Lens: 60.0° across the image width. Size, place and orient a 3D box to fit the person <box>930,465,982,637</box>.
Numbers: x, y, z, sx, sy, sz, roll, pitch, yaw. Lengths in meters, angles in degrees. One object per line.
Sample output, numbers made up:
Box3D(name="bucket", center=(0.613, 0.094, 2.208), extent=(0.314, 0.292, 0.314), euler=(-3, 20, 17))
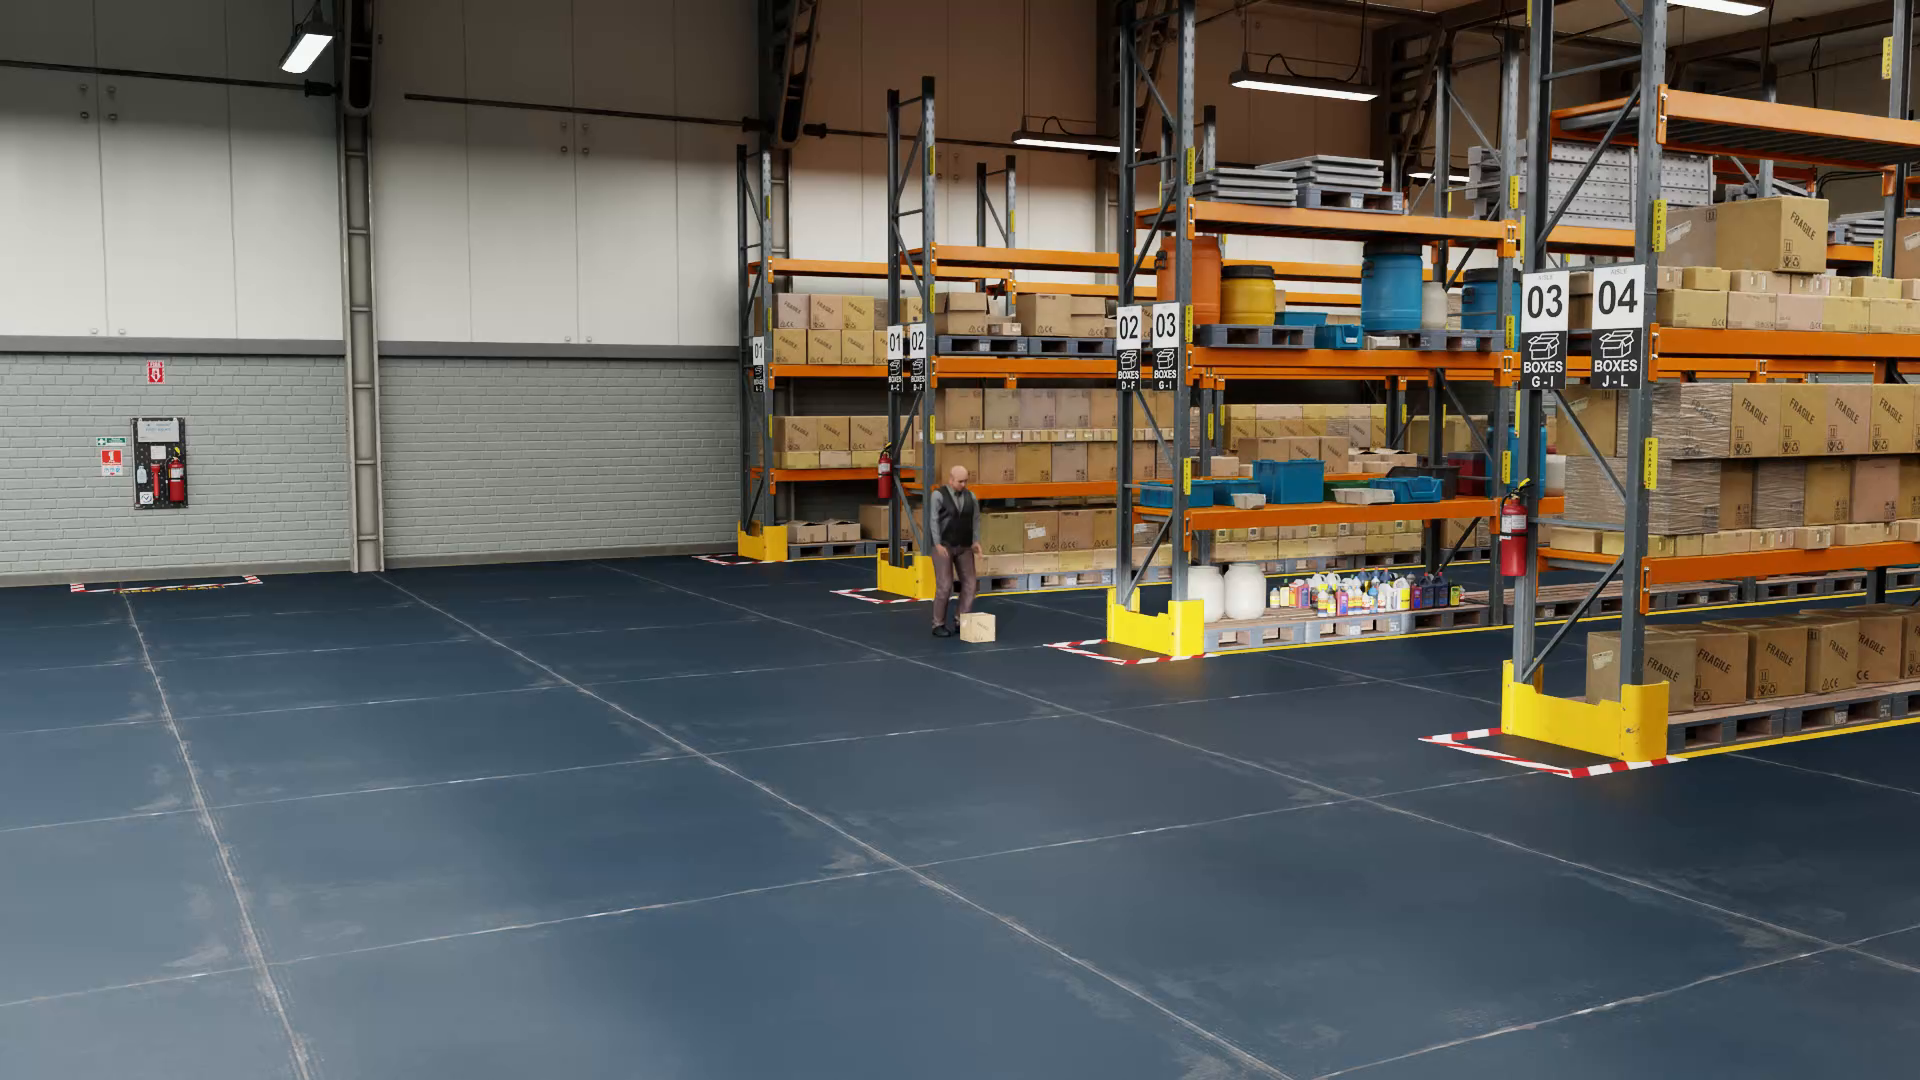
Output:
Box3D(name="person", center=(-0.048, 0.100, 16.500), extent=(0.552, 1.685, 0.403), euler=(-3, 6, -27))
